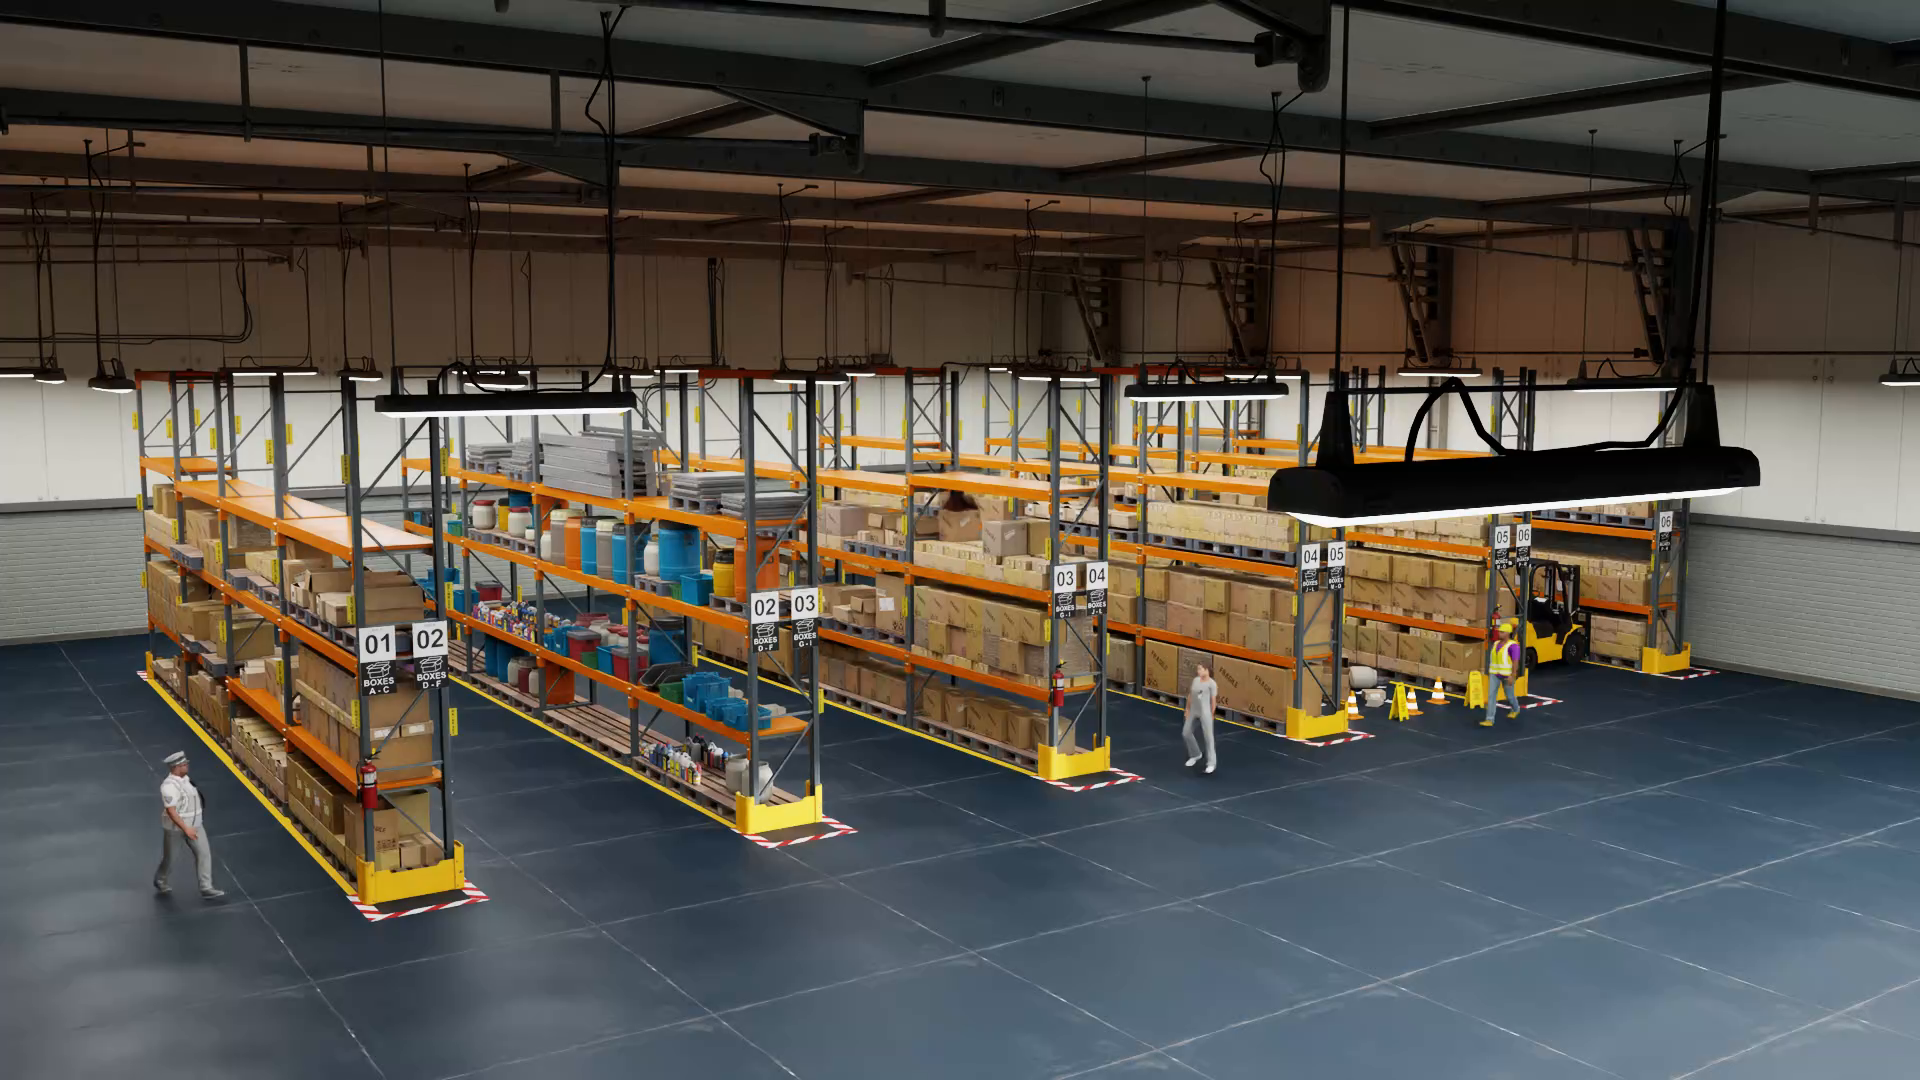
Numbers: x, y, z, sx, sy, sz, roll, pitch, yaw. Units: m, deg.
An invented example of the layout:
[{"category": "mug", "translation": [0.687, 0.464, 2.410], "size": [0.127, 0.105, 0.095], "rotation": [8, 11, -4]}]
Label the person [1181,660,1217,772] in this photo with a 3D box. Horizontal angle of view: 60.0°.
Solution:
[{"category": "person", "translation": [3.655, 2.646, 25.205], "size": [0.536, 1.681, 0.401], "rotation": [5, 8, 40]}]

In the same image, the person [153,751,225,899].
[{"category": "person", "translation": [-9.006, 3.304, 19.270], "size": [1.028, 1.731, 0.519], "rotation": [4, 8, 33]}]

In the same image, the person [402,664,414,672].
[{"category": "person", "translation": [-9.341, 2.352, 28.298], "size": [0.445, 1.558, 0.703], "rotation": [-5, 8, -39]}]

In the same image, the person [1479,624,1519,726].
[{"category": "person", "translation": [9.246, 2.288, 28.275], "size": [0.526, 1.736, 1.029], "rotation": [5, 8, 35]}]
